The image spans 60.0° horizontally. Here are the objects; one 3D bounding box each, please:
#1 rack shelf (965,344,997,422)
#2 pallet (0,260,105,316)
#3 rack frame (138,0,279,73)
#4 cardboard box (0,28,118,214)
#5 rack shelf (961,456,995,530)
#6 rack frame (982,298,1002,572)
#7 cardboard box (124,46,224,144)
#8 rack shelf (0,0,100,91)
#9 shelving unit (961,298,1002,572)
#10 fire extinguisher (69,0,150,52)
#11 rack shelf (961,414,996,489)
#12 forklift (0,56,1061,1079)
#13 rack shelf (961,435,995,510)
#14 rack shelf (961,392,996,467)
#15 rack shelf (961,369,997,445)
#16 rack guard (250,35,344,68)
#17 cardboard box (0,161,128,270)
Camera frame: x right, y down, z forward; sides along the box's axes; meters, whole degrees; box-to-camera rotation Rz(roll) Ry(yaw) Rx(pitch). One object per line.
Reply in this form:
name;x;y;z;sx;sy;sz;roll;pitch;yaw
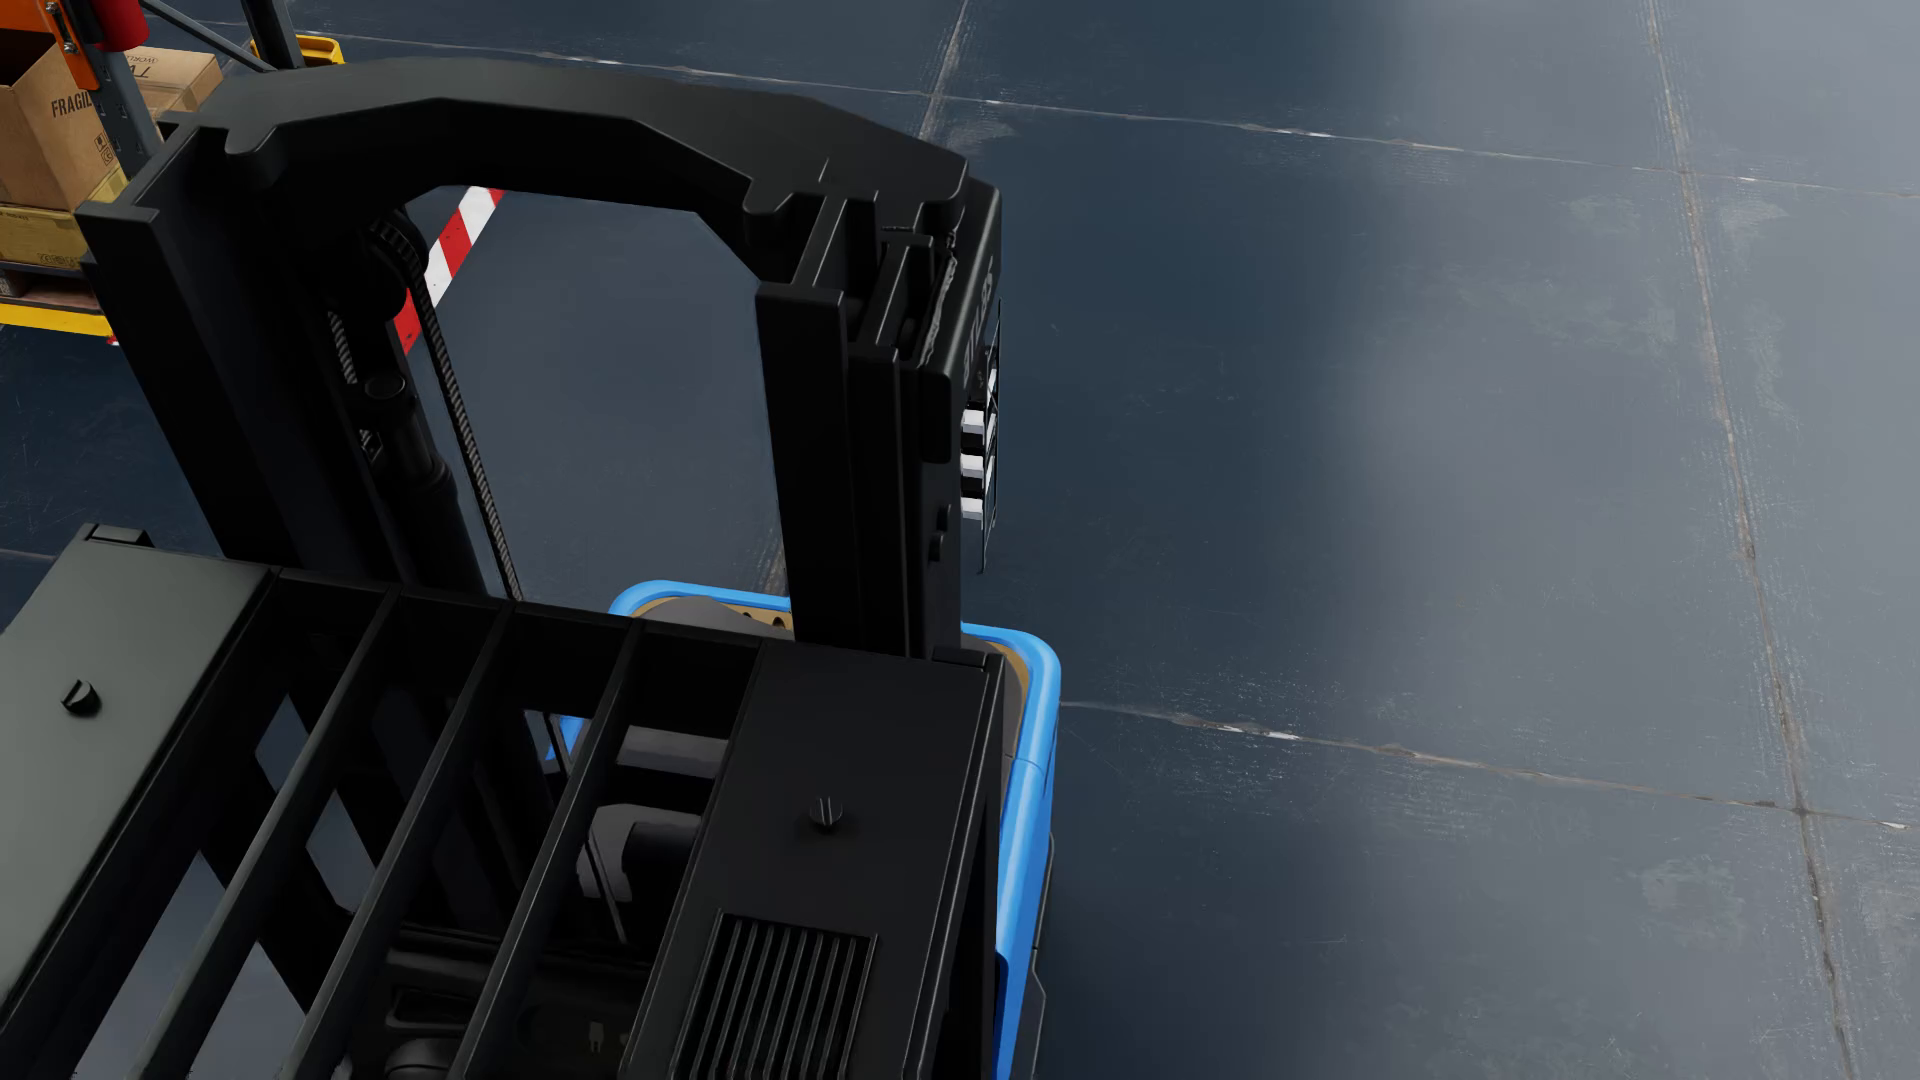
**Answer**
rack shelf;-0.008;-0.460;4.740;0.200;0.077;0.258;8;49;7
pallet;-3.378;-1.291;6.268;1.213;0.211;1.003;8;49;7
rack frame;-2.618;-2.150;5.166;0.053;2.616;0.949;8;49;7
cardboard box;-3.198;-1.478;5.623;0.500;0.500;0.500;8;49;7
rack shelf;-0.008;-0.159;5.075;0.200;0.077;0.258;8;49;7
rack frame;0.092;-0.288;4.904;0.006;0.900;0.240;8;49;7
cardboard box;-3.106;-1.608;6.244;0.500;0.250;0.500;8;49;7
rack shelf;-4.586;-2.177;5.673;4.000;0.370;1.077;8;49;7
shelving unit;-0.008;-0.302;4.916;0.210;0.900;0.258;8;49;7
fire extinguisher;-2.584;-1.771;4.877;0.183;0.674;0.296;8;49;7
rack shelf;-0.008;-0.280;4.941;0.200;0.077;0.258;8;49;7
forklift;-0.538;0.961;2.416;1.130;2.935;3.031;8;49;7
rack shelf;-0.008;-0.219;5.008;0.200;0.077;0.258;8;49;7
rack shelf;-0.008;-0.340;4.874;0.200;0.077;0.258;8;49;7
rack shelf;-0.008;-0.400;4.807;0.200;0.077;0.258;8;49;7
rack guard;-2.594;-1.314;6.095;0.348;0.500;1.175;8;49;7
cardboard box;-3.198;-1.229;5.904;0.500;0.250;0.500;8;49;7
